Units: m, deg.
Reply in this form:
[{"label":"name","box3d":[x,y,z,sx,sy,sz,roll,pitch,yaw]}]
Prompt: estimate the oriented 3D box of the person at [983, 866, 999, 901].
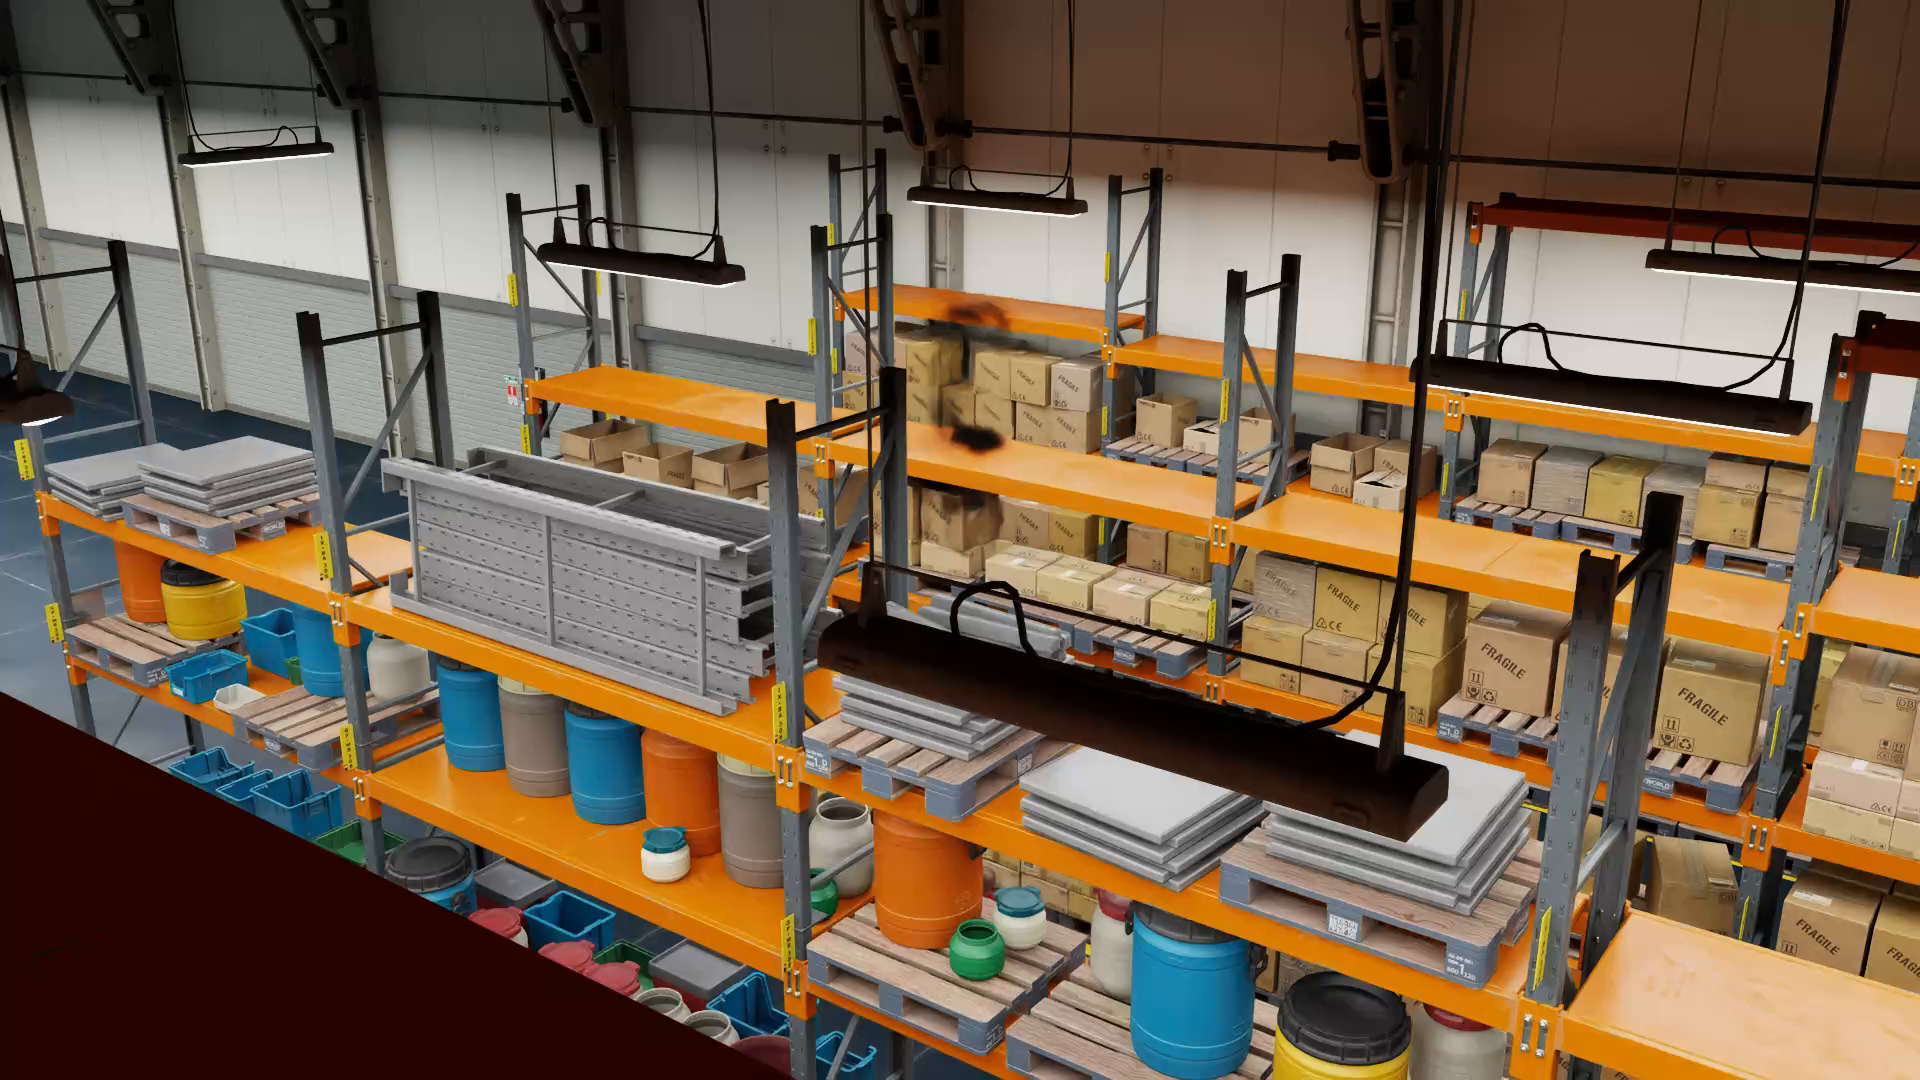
[{"label":"person","box3d":[0.120,3.251,12.768,0.593,1.680,0.659,12,22,33]}]
